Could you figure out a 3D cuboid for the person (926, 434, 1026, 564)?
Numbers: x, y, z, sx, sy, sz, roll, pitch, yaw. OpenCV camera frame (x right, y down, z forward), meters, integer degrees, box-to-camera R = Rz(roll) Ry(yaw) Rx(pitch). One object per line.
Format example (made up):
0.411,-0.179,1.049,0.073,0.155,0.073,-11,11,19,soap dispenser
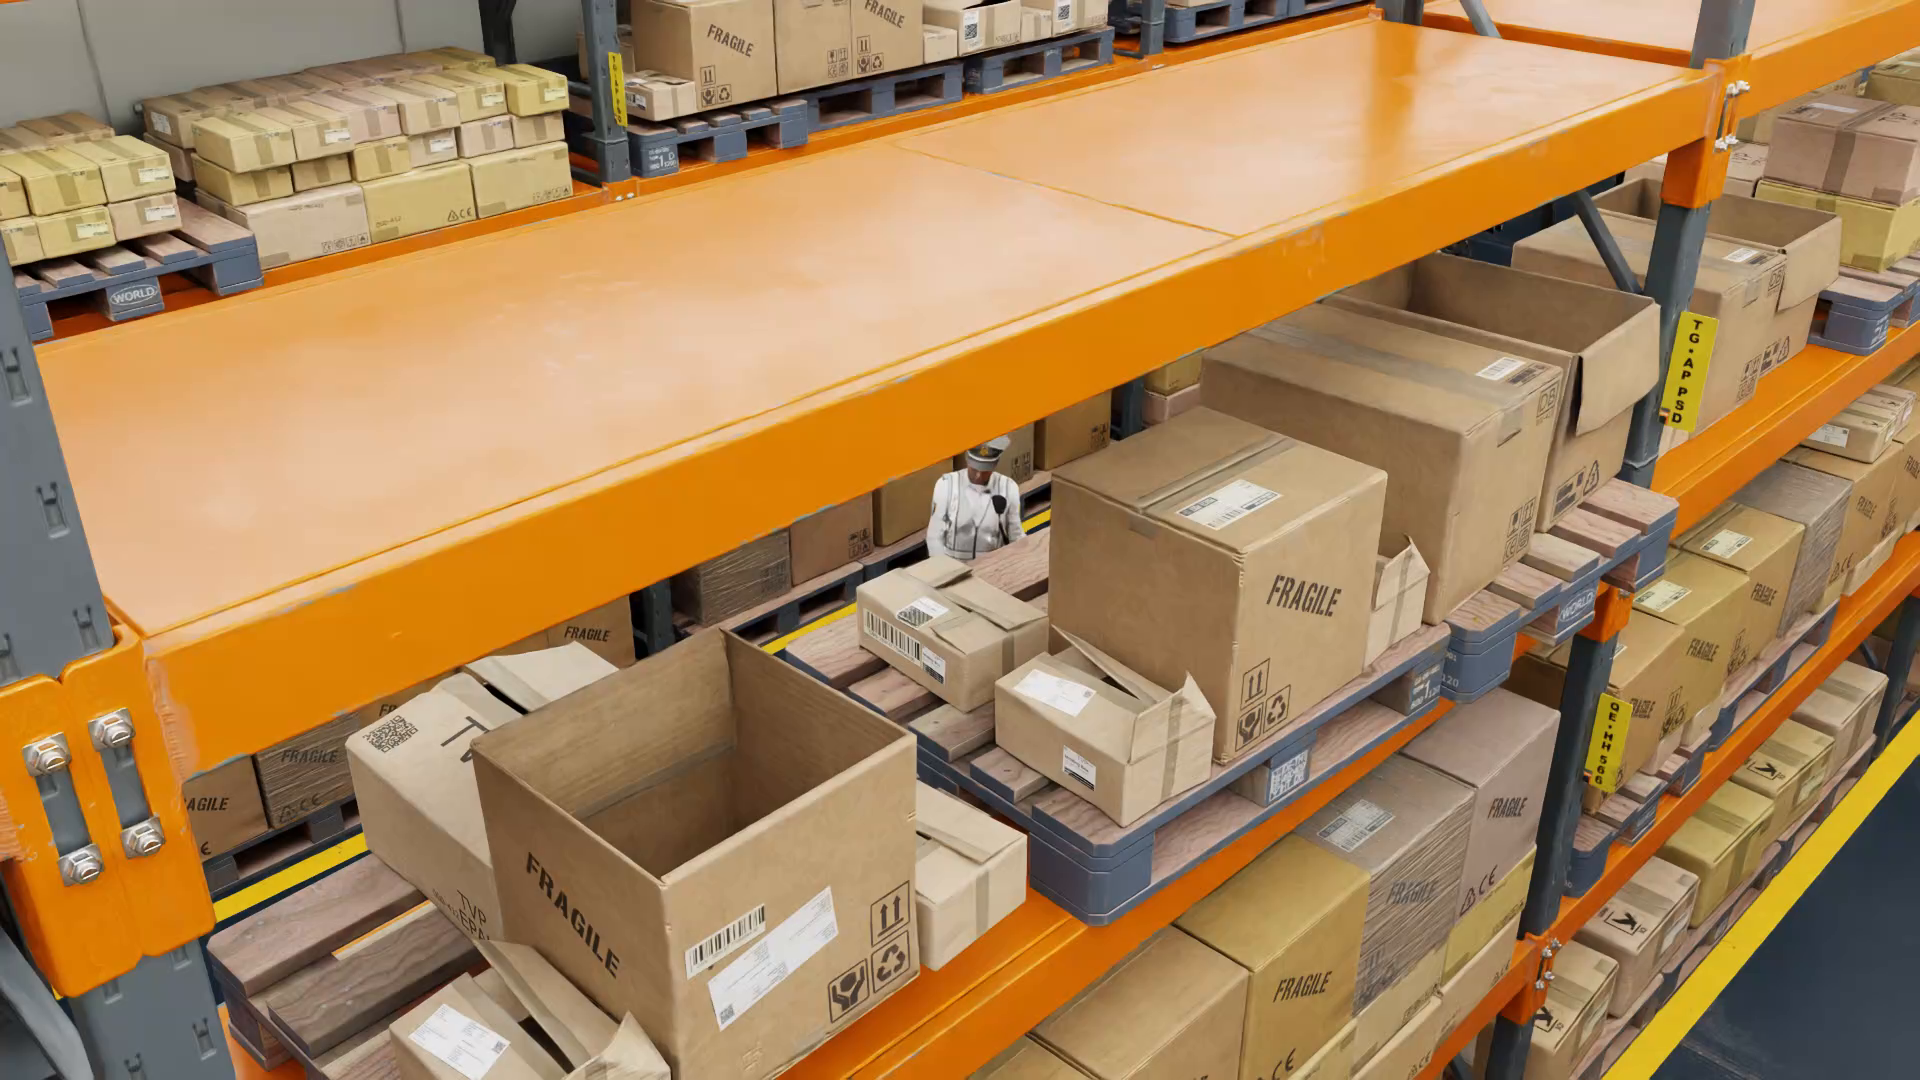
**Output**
0.084,0.174,8.544,0.512,1.657,0.625,0,28,0,person
